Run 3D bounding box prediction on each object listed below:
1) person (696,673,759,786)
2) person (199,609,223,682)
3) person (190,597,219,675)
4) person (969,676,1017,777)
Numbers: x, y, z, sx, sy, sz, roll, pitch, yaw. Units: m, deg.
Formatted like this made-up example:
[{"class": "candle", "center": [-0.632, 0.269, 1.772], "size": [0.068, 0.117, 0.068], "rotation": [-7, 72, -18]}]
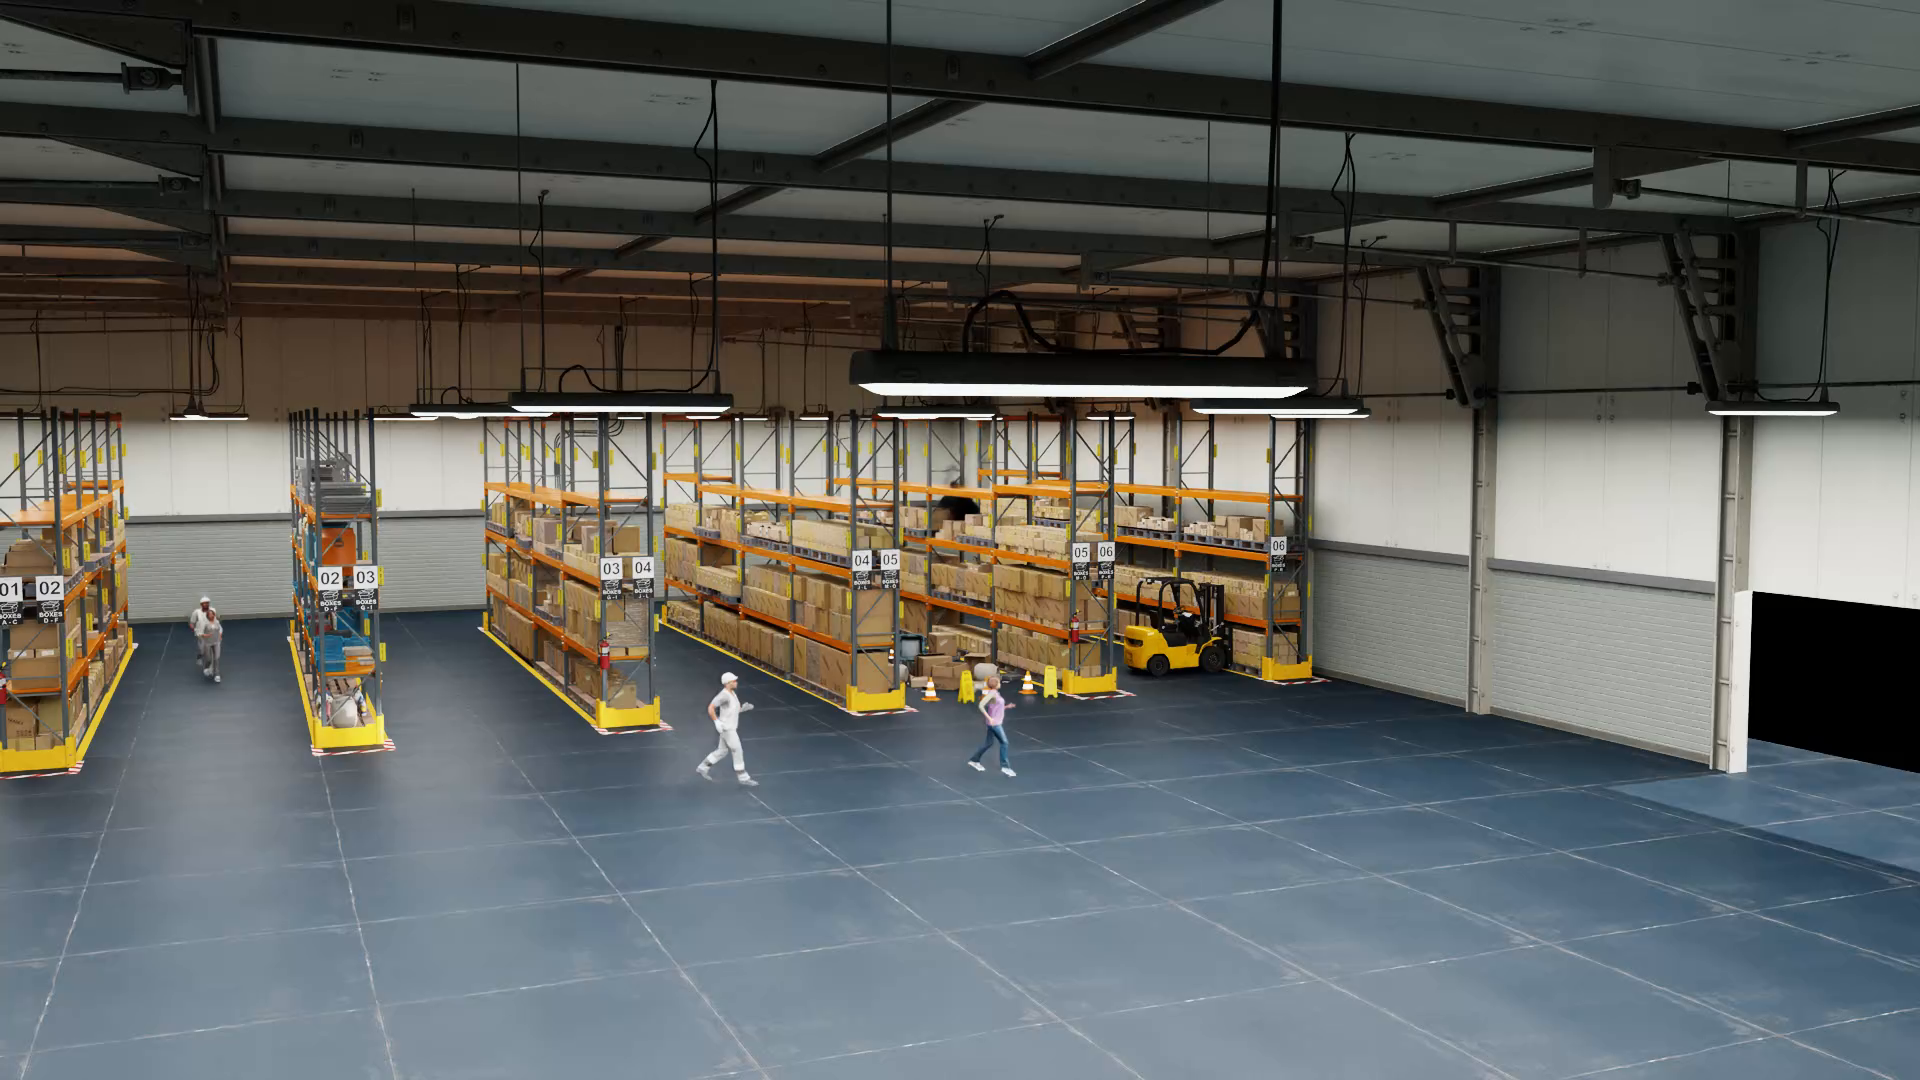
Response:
[{"class": "person", "center": [-3.662, 2.964, 26.096], "size": [1.004, 1.777, 0.662], "rotation": [0, 4, 1]}, {"class": "person", "center": [-16.589, 2.325, 36.875], "size": [0.541, 1.574, 0.867], "rotation": [-3, 5, -38]}, {"class": "person", "center": [-17.320, 2.186, 38.186], "size": [0.659, 1.762, 0.804], "rotation": [-3, 5, -38]}, {"class": "person", "center": [0.533, 3.018, 26.991], "size": [0.783, 1.631, 0.518], "rotation": [0, 4, 3]}]
